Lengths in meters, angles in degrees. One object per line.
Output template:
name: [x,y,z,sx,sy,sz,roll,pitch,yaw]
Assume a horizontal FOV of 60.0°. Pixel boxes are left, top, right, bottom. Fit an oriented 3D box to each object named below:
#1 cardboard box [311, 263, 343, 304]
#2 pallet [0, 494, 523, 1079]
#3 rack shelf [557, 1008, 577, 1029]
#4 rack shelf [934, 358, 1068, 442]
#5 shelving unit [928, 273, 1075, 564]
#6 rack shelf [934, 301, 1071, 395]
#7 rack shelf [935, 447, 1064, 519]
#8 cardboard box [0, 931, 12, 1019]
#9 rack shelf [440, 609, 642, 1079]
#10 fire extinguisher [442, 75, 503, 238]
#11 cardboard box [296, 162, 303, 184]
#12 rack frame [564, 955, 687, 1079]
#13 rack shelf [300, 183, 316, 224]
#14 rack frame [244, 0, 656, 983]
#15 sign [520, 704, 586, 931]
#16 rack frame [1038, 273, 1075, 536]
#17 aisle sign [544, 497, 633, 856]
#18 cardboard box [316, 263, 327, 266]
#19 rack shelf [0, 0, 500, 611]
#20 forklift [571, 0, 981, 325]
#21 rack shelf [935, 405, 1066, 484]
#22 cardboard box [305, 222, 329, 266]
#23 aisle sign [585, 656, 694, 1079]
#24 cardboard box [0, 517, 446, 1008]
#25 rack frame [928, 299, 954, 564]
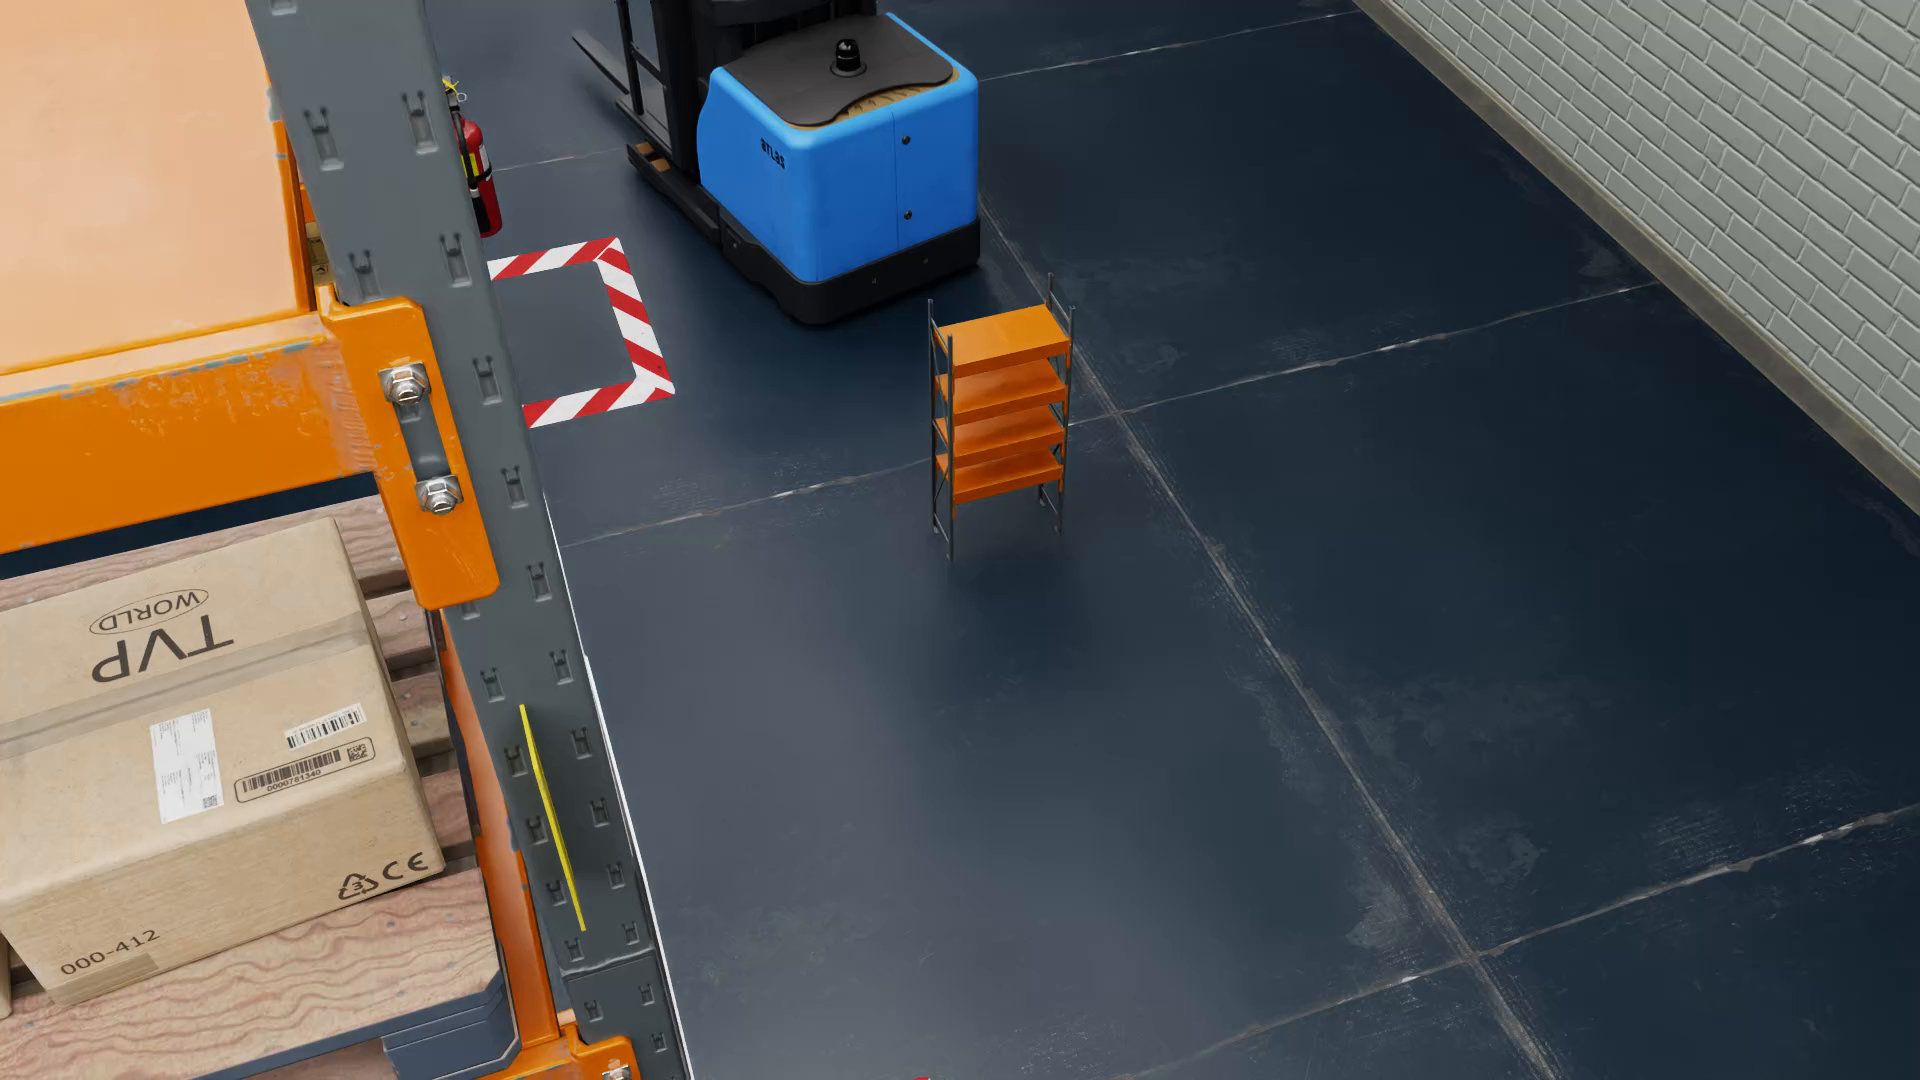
cardboard box: [-2.830,-1.024,7.259,0.250,0.149,0.380,-14,47,-13]
pallet: [-1.337,0.463,2.425,1.213,0.211,1.003,-14,47,-14]
rack shelf: [-2.524,2.040,3.417,4.000,0.370,1.077,-14,47,-14]
rack shelf: [0.156,-0.574,6.563,0.480,0.148,0.258,-14,47,-14]
shelving unit: [0.156,-0.463,6.674,0.503,1.200,0.258,-14,47,-14]
rack shelf: [0.156,-0.741,6.396,0.480,0.148,0.258,-14,47,-14]
rack shelf: [0.156,-0.276,6.862,0.480,0.148,0.258,-14,47,-14]
cardboard box: [-1.402,0.473,2.162,0.250,0.149,0.380,-18,48,-17]
rack shelf: [-2.524,0.981,2.354,4.000,0.370,1.077,-14,47,-14]
fire extinguisher: [-2.025,-1.563,6.817,0.183,0.674,0.296,-14,47,-14]
cardboard box: [-2.629,-1.613,6.727,0.250,0.149,0.380,-14,47,-14]
rack frame: [-0.643,1.305,3.641,0.127,3.000,1.000,-14,47,-14]
rack shelf: [-4.299,-1.234,6.679,4.000,0.370,1.077,-14,47,-14]
rack frame: [-0.643,-0.813,1.516,0.127,3.000,1.000,-14,47,-14]
sign: [-0.471,0.326,1.929,0.005,0.325,0.100,-14,47,-14]
rack frame: [0.385,-0.522,6.732,0.015,1.200,0.240,-14,47,-14]
aisle sign: [-0.673,0.177,2.930,0.004,0.787,0.394,-14,47,-14]
cardboard box: [-2.998,-1.261,7.704,0.250,0.149,0.380,-13,46,-12]
rack shelf: [-2.524,0.063,1.433,4.000,0.370,1.077,-14,47,-14]
forklift: [-1.142,-3.084,8.064,1.130,2.935,3.031,-26,50,-23]
rack shelf: [0.156,-0.416,6.722,0.480,0.148,0.258,-14,47,-14]
cardboard box: [-3.026,-1.421,7.654,0.250,0.149,0.380,-16,47,-16]
aisle sign: [-0.470,0.576,2.532,0.004,0.787,0.394,-14,47,-14]
cardboard box: [-1.035,0.283,2.280,0.500,0.250,0.500,-18,48,-17]
rack frame: [-0.074,-0.405,6.616,0.015,1.200,0.240,-14,47,-14]
